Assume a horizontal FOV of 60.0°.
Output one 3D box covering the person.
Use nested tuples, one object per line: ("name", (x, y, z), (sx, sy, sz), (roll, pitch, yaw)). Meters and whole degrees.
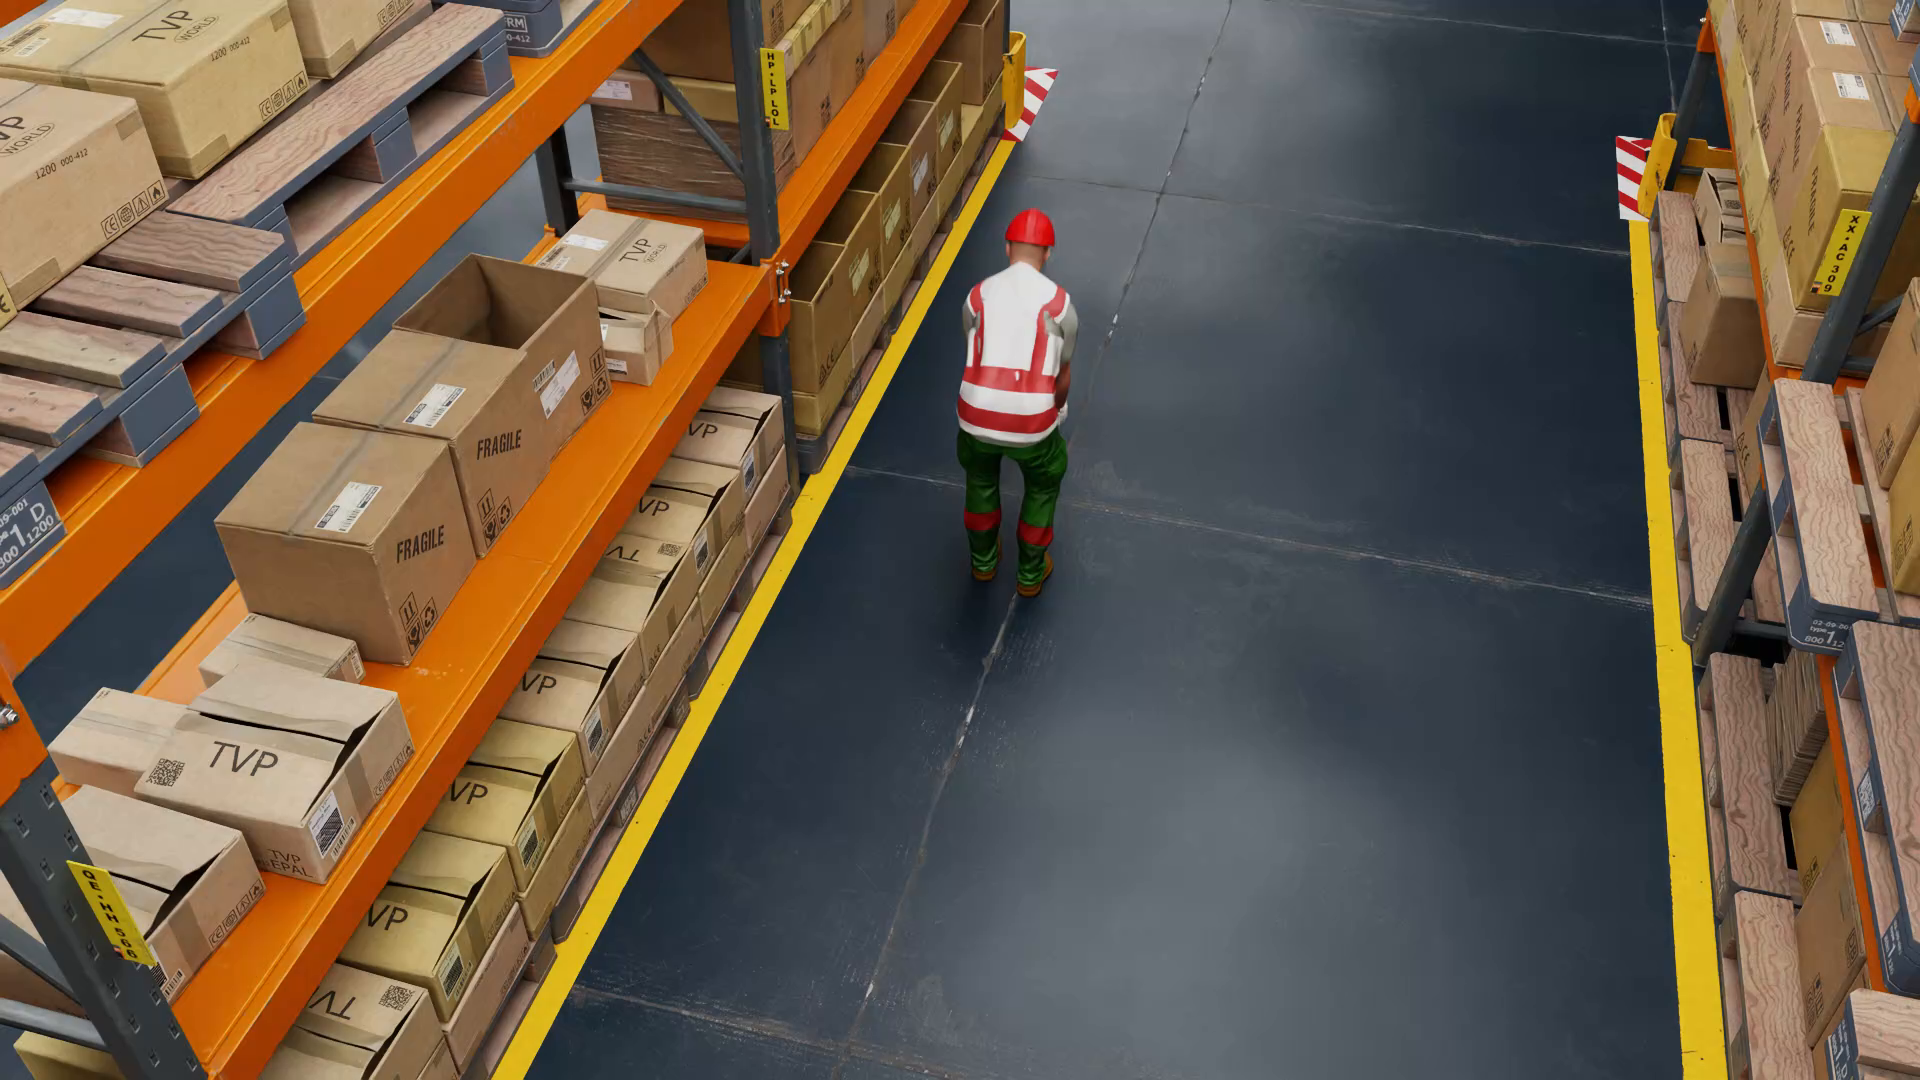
("person", (0.237, -0.554, 6.942), (0.492, 1.581, 0.783), (9, 41, 10))
